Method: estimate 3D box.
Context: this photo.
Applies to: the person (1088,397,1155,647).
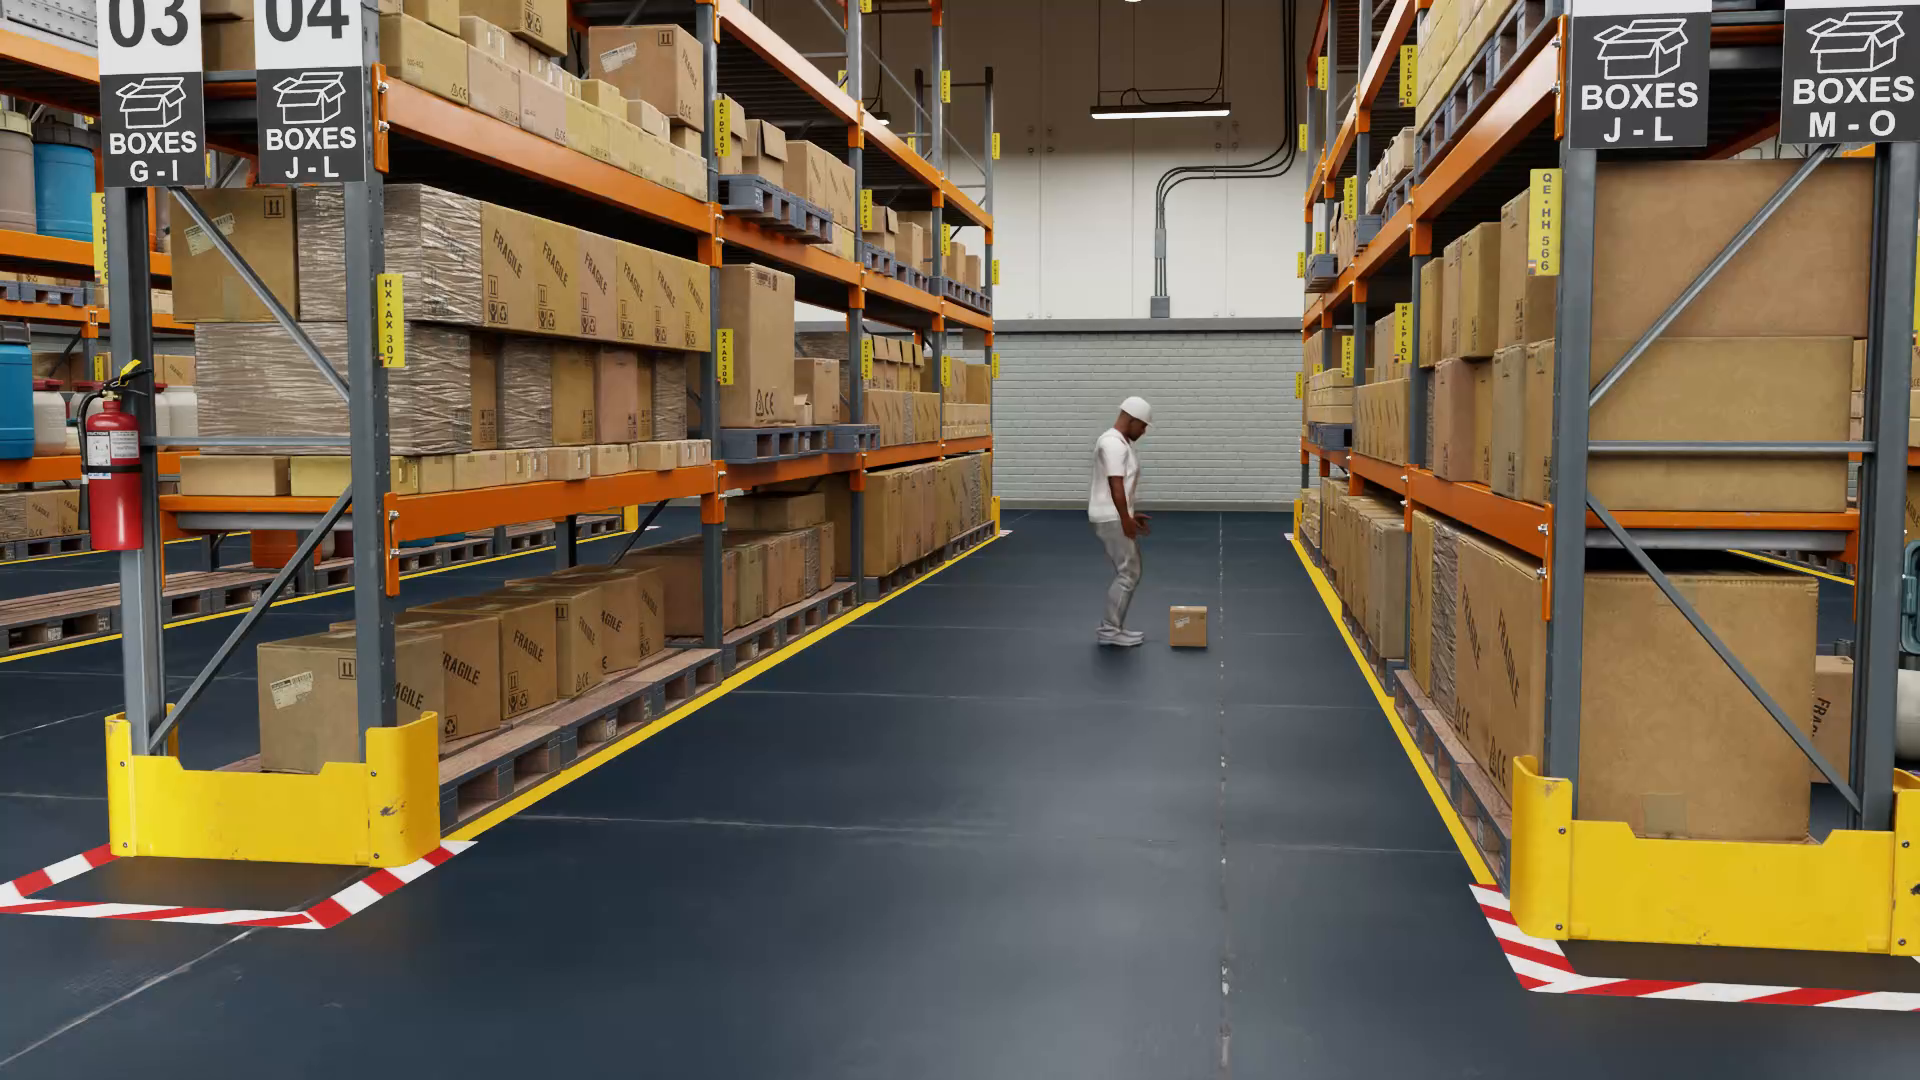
[{"bbox_3d":[1.129,-0.138,11.601,0.453,1.718,0.591,1,5,10],"label":"person"}]
